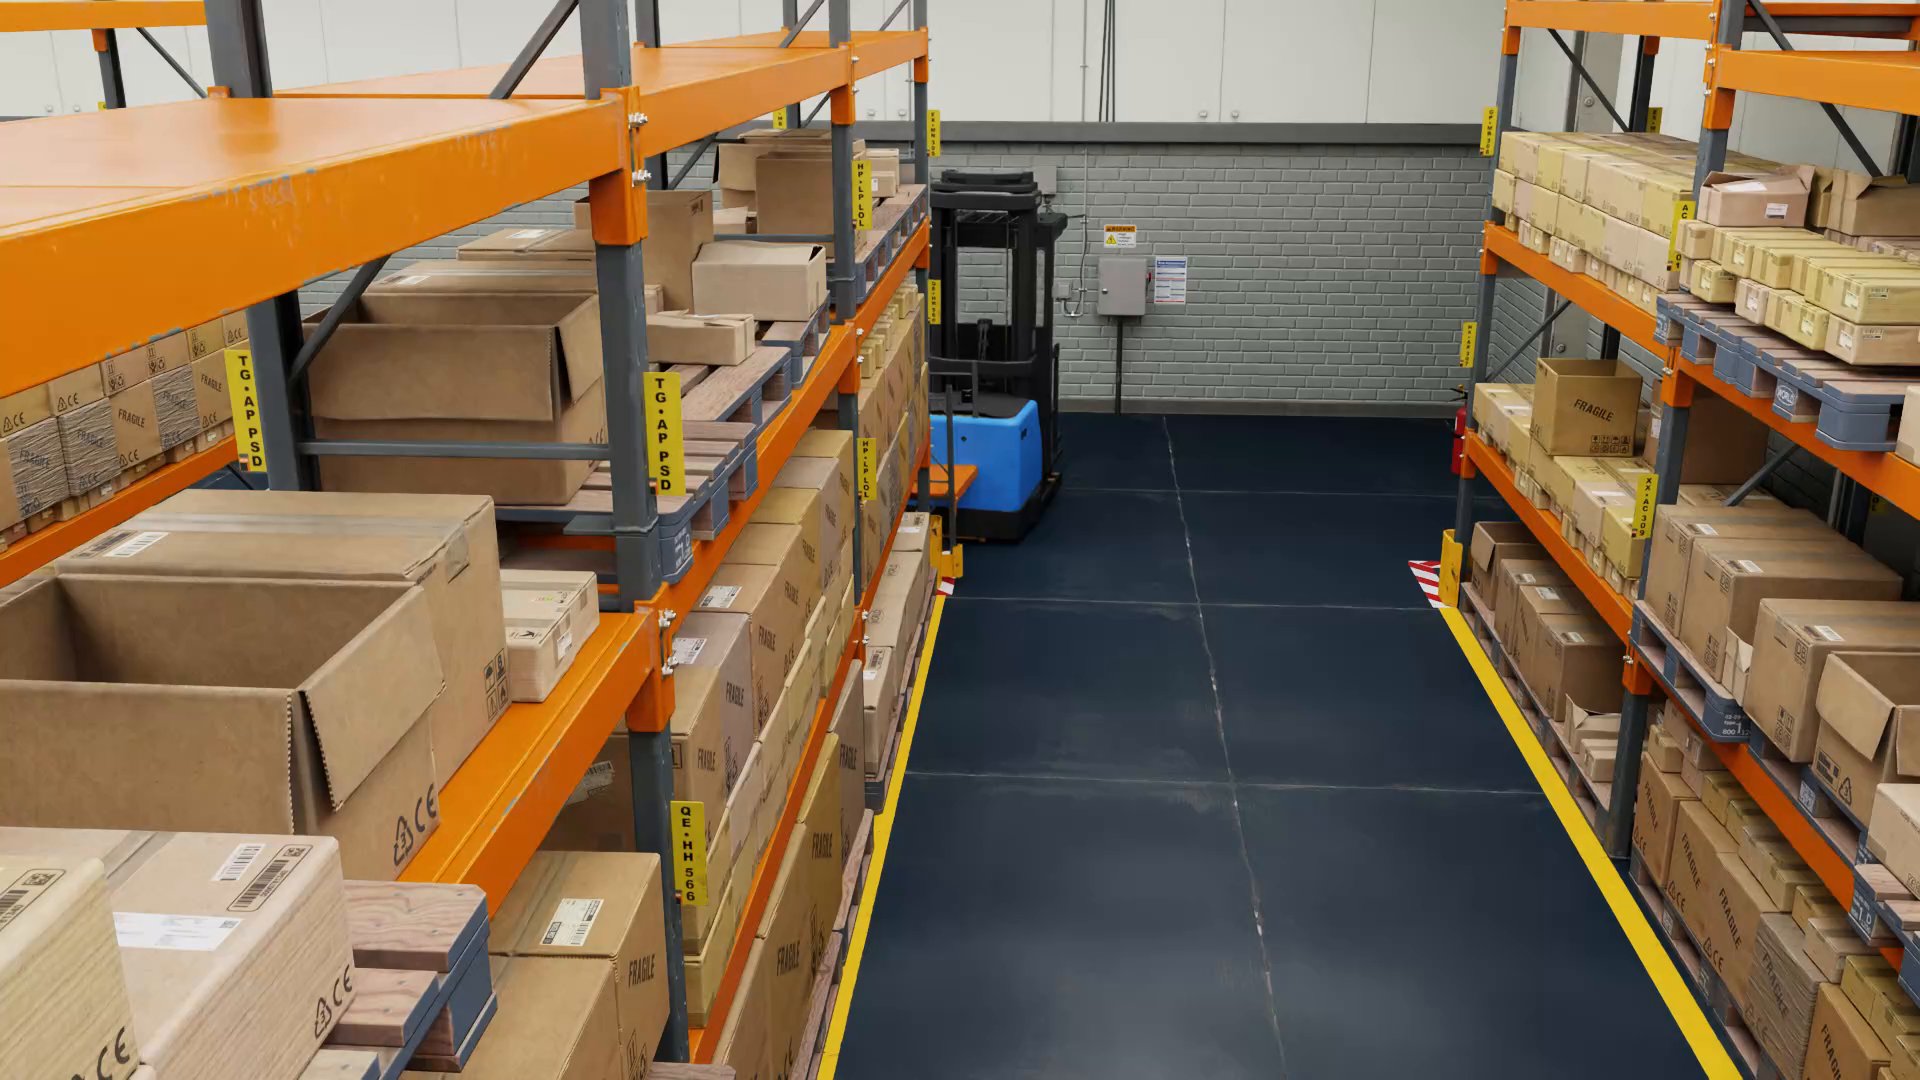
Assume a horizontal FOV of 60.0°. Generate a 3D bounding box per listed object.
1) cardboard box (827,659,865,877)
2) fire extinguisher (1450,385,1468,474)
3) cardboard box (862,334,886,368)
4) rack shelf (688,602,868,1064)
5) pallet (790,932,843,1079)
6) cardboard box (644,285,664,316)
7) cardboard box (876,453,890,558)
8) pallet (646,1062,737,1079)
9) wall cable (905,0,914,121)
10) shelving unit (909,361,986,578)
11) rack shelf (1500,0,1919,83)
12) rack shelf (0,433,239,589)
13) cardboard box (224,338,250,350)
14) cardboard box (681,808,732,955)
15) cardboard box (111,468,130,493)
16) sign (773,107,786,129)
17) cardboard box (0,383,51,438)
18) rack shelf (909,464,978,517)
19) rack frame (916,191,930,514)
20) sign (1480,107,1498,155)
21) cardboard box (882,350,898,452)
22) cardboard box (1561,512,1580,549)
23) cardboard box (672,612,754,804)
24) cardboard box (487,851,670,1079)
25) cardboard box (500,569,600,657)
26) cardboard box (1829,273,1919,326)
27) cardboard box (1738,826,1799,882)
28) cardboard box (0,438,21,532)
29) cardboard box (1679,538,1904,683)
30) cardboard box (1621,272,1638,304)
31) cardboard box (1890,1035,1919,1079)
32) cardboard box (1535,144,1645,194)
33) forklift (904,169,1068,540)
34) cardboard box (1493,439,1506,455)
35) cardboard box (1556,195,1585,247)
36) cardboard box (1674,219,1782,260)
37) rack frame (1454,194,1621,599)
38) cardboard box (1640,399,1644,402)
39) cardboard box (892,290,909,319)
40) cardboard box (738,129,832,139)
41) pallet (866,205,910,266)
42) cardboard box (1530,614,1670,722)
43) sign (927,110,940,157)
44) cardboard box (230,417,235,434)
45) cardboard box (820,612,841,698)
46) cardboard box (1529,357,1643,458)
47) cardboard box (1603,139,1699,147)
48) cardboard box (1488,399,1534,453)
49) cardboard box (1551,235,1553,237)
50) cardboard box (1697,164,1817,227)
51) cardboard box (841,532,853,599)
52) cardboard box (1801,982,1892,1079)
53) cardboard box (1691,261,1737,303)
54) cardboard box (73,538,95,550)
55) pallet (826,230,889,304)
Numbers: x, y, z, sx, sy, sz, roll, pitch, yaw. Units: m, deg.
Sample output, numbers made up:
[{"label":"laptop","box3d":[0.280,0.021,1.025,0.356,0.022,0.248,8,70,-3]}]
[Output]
[{"label":"cardboard box","box3d":[-0.984,1.149,8.337,0.875,0.875,0.875,2,18,6]},{"label":"fire extinguisher","box3d":[3.769,-0.830,12.363,0.296,0.674,0.183,1,18,4]},{"label":"cardboard box","box3d":[-0.632,-1.097,9.644,0.380,0.149,0.250,1,18,2]},{"label":"rack shelf","box3d":[-1.162,1.108,6.881,1.077,0.370,4.000,1,18,4]},{"label":"pallet","box3d":[-1.084,2.091,7.203,1.003,0.211,1.213,1,18,4]},{"label":"cardboard box","box3d":[-1.459,-0.984,6.993,0.380,0.166,0.250,0,18,0]},{"label":"cardboard box","box3d":[-0.684,-0.199,9.553,0.500,0.500,0.500,1,18,4]},{"label":"pallet","box3d":[-1.251,1.702,4.221,1.213,0.211,1.003,1,18,4]},{"label":"wall cable","box3d":[-0.605,-5.722,16.933,0.463,3.000,0.029,1,18,4]},{"label":"shelving unit","box3d":[-0.188,-0.589,13.177,0.587,1.500,1.083,2,17,11]},{"label":"rack shelf","box3d":[4.076,-2.874,9.404,1.077,0.370,4.000,1,18,4]},{"label":"rack shelf","box3d":[-5.820,-0.214,10.914,1.077,0.370,4.000,1,18,4]},{"label":"cardboard box","box3d":[-5.452,-1.220,12.192,0.500,0.500,0.500,2,18,5]},{"label":"cardboard box","box3d":[-1.023,1.069,5.282,0.500,0.250,0.500,1,18,4]},{"label":"cardboard box","box3d":[-5.598,-0.390,10.700,0.380,0.149,0.250,2,18,6]},{"label":"sign","box3d":[-1.285,-2.990,11.884,0.100,0.325,0.005,1,18,4]},{"label":"cardboard box","box3d":[-5.666,-0.895,9.592,0.500,0.500,0.500,1,18,2]},{"label":"rack shelf","box3d":[-0.186,-0.414,13.219,0.538,0.185,1.000,2,17,11]},{"label":"rack frame","box3d":[-0.732,-1.098,12.456,1.000,3.000,0.127,1,18,4]},{"label":"sign","box3d":[3.678,-2.841,11.555,0.100,0.325,0.005,1,18,4]},{"label":"cardboard box","box3d":[-0.653,-0.836,9.892,0.500,0.500,0.500,2,18,5]},{"label":"cardboard box","box3d":[3.731,-0.055,9.676,0.380,0.149,0.250,1,18,3]},{"label":"cardboard box","box3d":[-1.001,0.562,5.624,0.500,0.500,0.500,1,18,4]},{"label":"cardboard box","box3d":[-1.061,1.146,4.296,0.500,0.500,0.500,1,18,2]},{"label":"cardboard box","box3d":[-1.119,0.183,4.133,0.380,0.149,0.250,1,18,4]},{"label":"cardboard box","box3d":[3.422,-0.878,6.058,0.380,0.149,0.250,1,18,4]},{"label":"cardboard box","box3d":[3.630,1.370,7.224,0.380,0.149,0.250,1,18,4]},{"label":"cardboard box","box3d":[-5.677,-0.272,9.297,0.500,0.500,0.500,1,18,3]},{"label":"cardboard box","box3d":[3.637,0.313,7.315,0.700,0.500,0.500,1,18,5]},{"label":"cardboard box","box3d":[3.712,-1.329,8.749,0.380,0.149,0.250,2,18,6]},{"label":"cardboard box","box3d":[3.480,1.851,5.754,0.380,0.149,0.250,1,18,2]},{"label":"cardboard box","box3d":[3.859,-2.275,10.192,0.500,0.250,0.500,1,18,3]},{"label":"forklift","box3d":[0.326,-1.816,14.758,1.130,2.935,3.031,4,19,13]},{"label":"cardboard box","box3d":[3.950,-0.693,11.624,0.380,0.149,0.250,2,18,5]},{"label":"cardboard box","box3d":[3.836,-1.874,9.770,0.500,0.250,0.500,1,18,3]},{"label":"cardboard box","box3d":[3.473,-1.357,7.522,0.380,0.149,0.250,2,18,6]},{"label":"rack frame","box3d":[4.219,-0.988,12.122,1.000,3.000,0.127,1,18,4]},{"label":"cardboard box","box3d":[4.451,-0.909,11.644,0.500,0.250,0.500,2,18,6]},{"label":"cardboard box","box3d":[-0.546,-1.574,11.101,0.380,0.149,0.250,2,18,5]},{"label":"cardboard box","box3d":[-1.026,-2.195,9.992,0.500,0.500,0.500,2,18,5]},{"label":"pallet","box3d":[-0.860,-1.871,10.140,1.003,0.211,1.213,1,18,4]},{"label":"cardboard box","box3d":[3.906,0.775,10.081,0.700,0.500,0.500,1,18,2]},{"label":"sign","box3d":[-0.192,-2.890,11.813,0.100,0.325,0.005,1,18,4]},{"label":"cardboard box","box3d":[-5.473,-0.874,12.175,0.380,0.149,0.250,1,18,4]},{"label":"cardboard box","box3d":[-0.837,0.519,7.763,0.500,0.250,0.500,1,18,3]},{"label":"cardboard box","box3d":[3.811,-0.814,10.148,0.500,0.500,0.500,2,18,5]},{"label":"cardboard box","box3d":[4.428,-2.415,10.620,0.500,0.250,0.500,1,18,2]},{"label":"cardboard box","box3d":[3.882,-0.767,11.209,0.500,0.250,0.500,1,18,5]},{"label":"cardboard box","box3d":[3.848,-1.804,10.198,0.380,0.149,0.250,1,18,3]},{"label":"cardboard box","box3d":[3.562,-1.551,7.449,0.396,0.266,0.258,1,18,3]},{"label":"cardboard box","box3d":[-0.808,0.121,8.176,0.500,0.250,0.500,1,18,4]},{"label":"cardboard box","box3d":[3.543,2.031,6.248,0.500,0.500,0.500,2,18,6]},{"label":"cardboard box","box3d":[3.461,-1.135,7.322,0.380,0.149,0.250,1,18,5]},{"label":"cardboard box","box3d":[-6.034,0.093,11.770,0.380,0.149,0.250,0,18,1]},{"label":"pallet","box3d":[-0.950,-1.493,8.986,1.003,0.211,1.213,1,18,4]}]
